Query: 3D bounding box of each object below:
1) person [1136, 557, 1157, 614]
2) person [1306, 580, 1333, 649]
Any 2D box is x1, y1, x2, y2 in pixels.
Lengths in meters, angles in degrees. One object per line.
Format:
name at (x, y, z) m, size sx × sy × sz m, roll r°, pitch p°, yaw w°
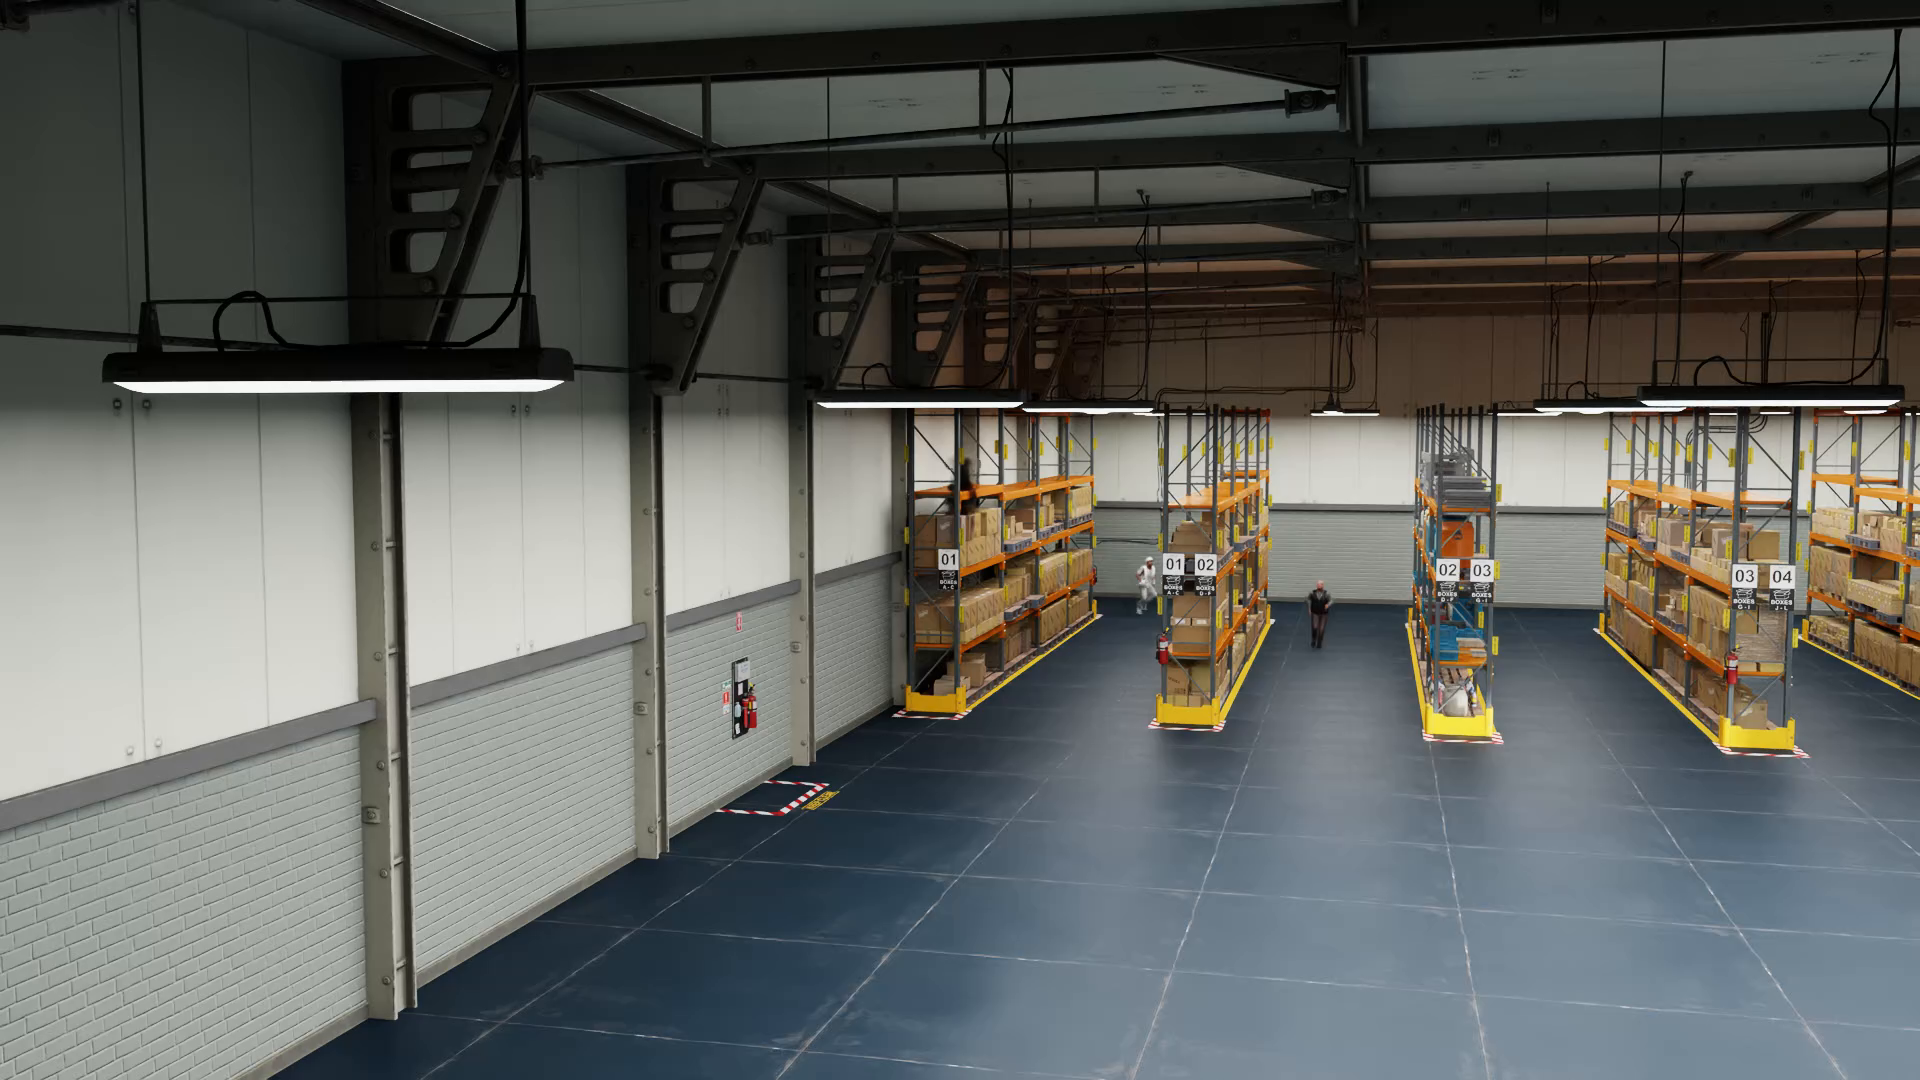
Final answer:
person at (5.525, 1.334, 48.921) m, size 0.768 × 1.682 × 0.542 m, roll -4°, pitch 6°, yaw -43°
person at (8.961, 1.861, 41.398) m, size 0.654 × 1.709 × 0.671 m, roll 1°, pitch 4°, yaw 9°
